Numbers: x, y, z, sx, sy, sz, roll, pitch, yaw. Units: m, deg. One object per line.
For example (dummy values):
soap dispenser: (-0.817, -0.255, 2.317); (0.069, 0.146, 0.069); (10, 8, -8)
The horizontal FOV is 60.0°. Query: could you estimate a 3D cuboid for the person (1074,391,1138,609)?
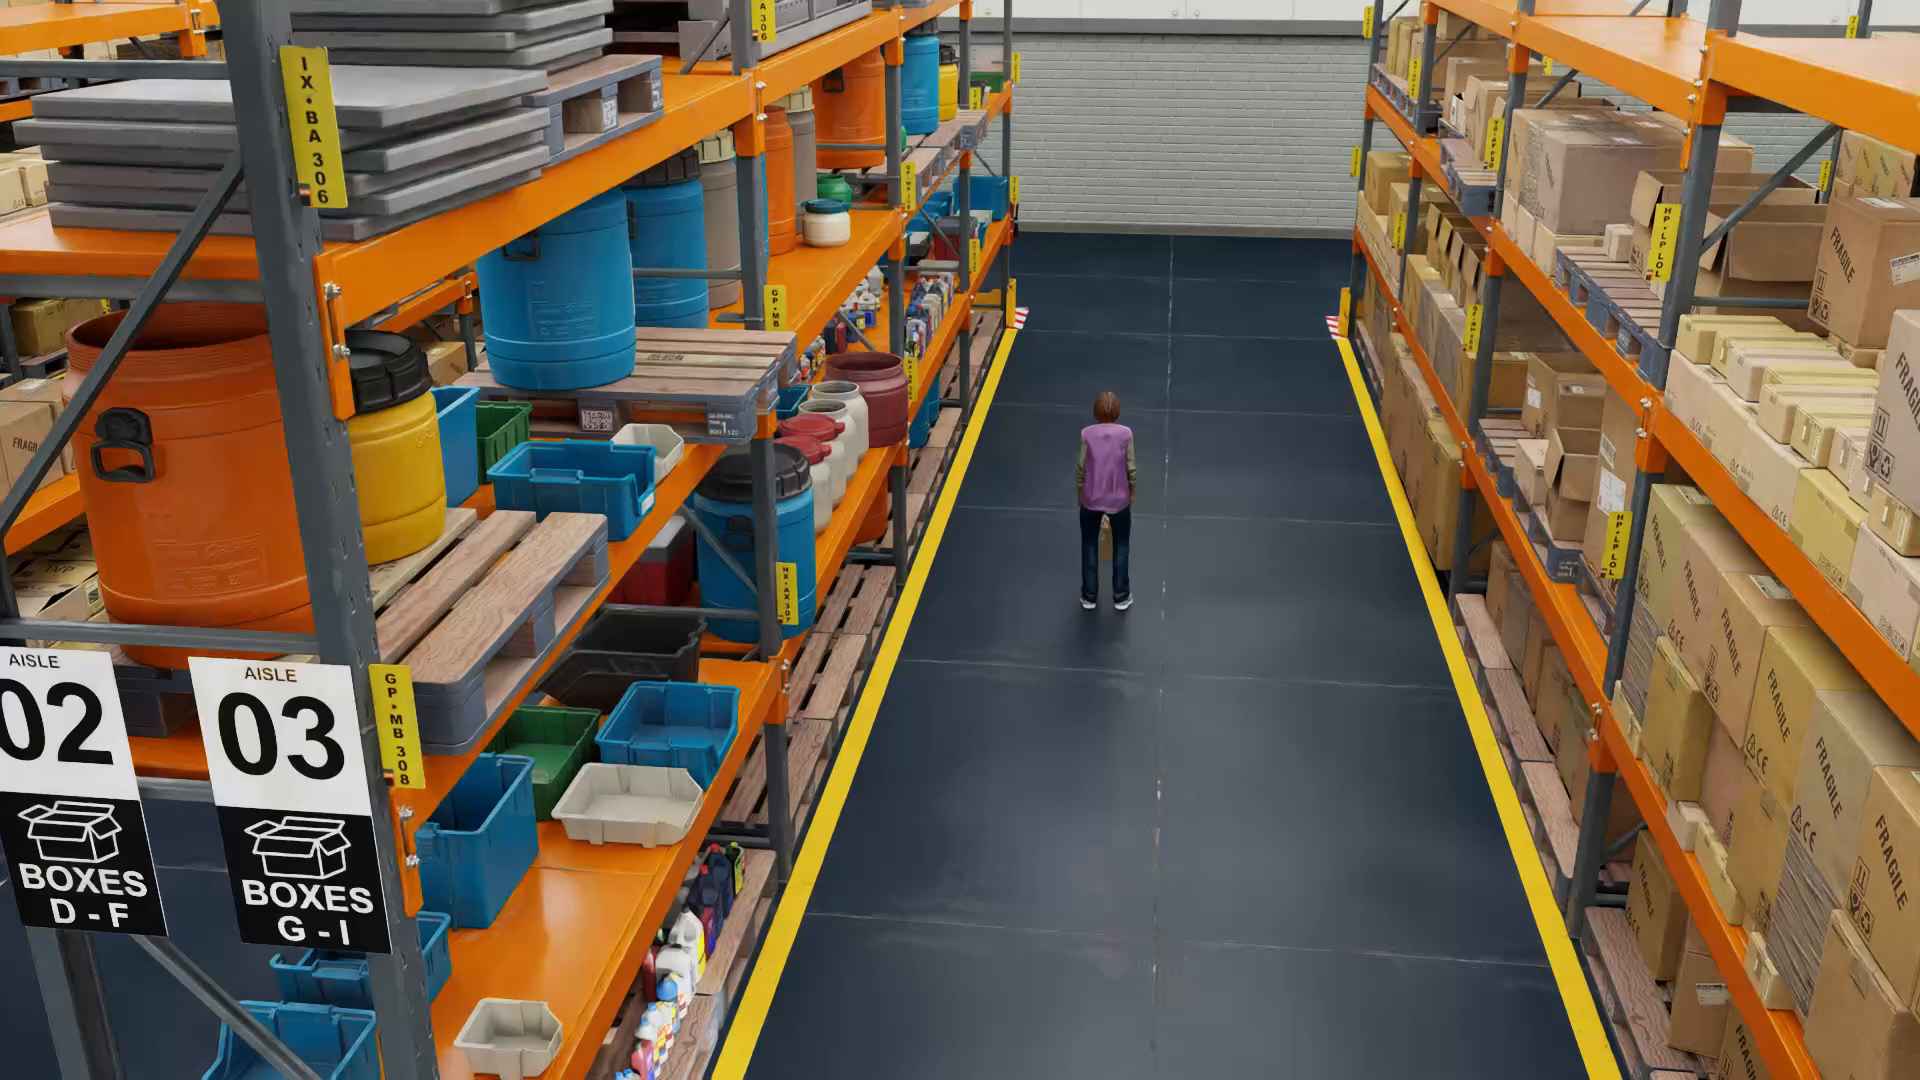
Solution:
person: (1.029, -0.268, 11.774); (0.453, 1.597, 0.336); (2, 22, 5)
